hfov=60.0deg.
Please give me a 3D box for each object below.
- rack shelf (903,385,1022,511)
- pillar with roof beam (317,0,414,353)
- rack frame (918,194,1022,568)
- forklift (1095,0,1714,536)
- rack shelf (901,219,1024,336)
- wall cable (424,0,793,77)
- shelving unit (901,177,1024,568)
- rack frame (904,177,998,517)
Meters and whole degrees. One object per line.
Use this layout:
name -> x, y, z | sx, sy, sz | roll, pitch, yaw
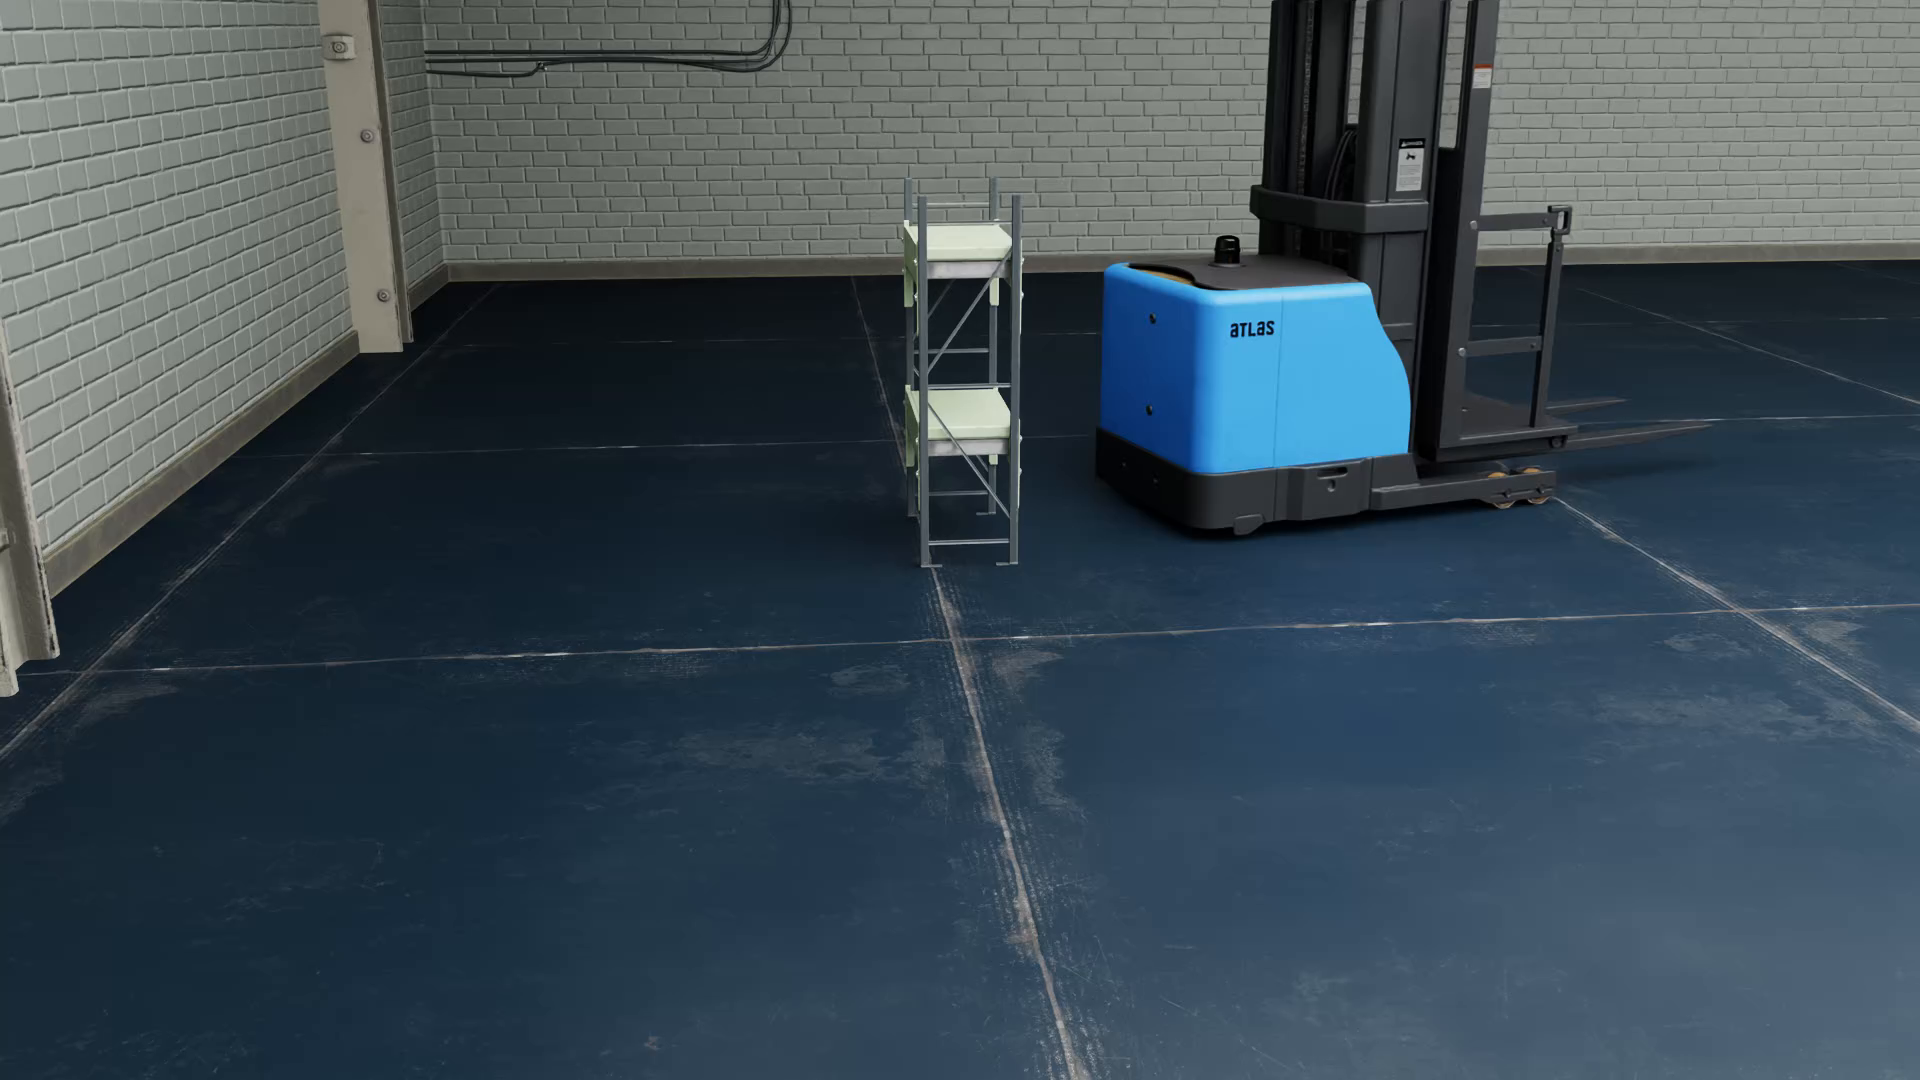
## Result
rack shelf -> -0.001, -0.407, 7.056 | 0.431, 0.370, 0.720 | -2, 18, -6
pillar with roof beam -> 0.340, -5.750, 10.467 | 9.100, 9.000, 0.400 | -2, 18, -6
rack frame -> 0.037, -0.609, 6.611 | 0.400, 1.500, 0.023 | -2, 18, -6
forklift -> 2.214, -1.680, 7.635 | 3.031, 2.935, 1.130 | -7, 19, -21
rack shelf -> -0.001, -1.090, 6.842 | 0.431, 0.370, 0.720 | -2, 18, -6
wall cable -> -2.931, -5.054, 13.435 | 3.097, 2.526, 0.112 | -2, 18, -6
shelving unit -> -0.001, -0.718, 6.959 | 0.431, 1.500, 0.755 | -2, 18, -6
rack frame -> -0.038, -0.827, 7.306 | 0.400, 1.500, 0.023 | -2, 18, -6
